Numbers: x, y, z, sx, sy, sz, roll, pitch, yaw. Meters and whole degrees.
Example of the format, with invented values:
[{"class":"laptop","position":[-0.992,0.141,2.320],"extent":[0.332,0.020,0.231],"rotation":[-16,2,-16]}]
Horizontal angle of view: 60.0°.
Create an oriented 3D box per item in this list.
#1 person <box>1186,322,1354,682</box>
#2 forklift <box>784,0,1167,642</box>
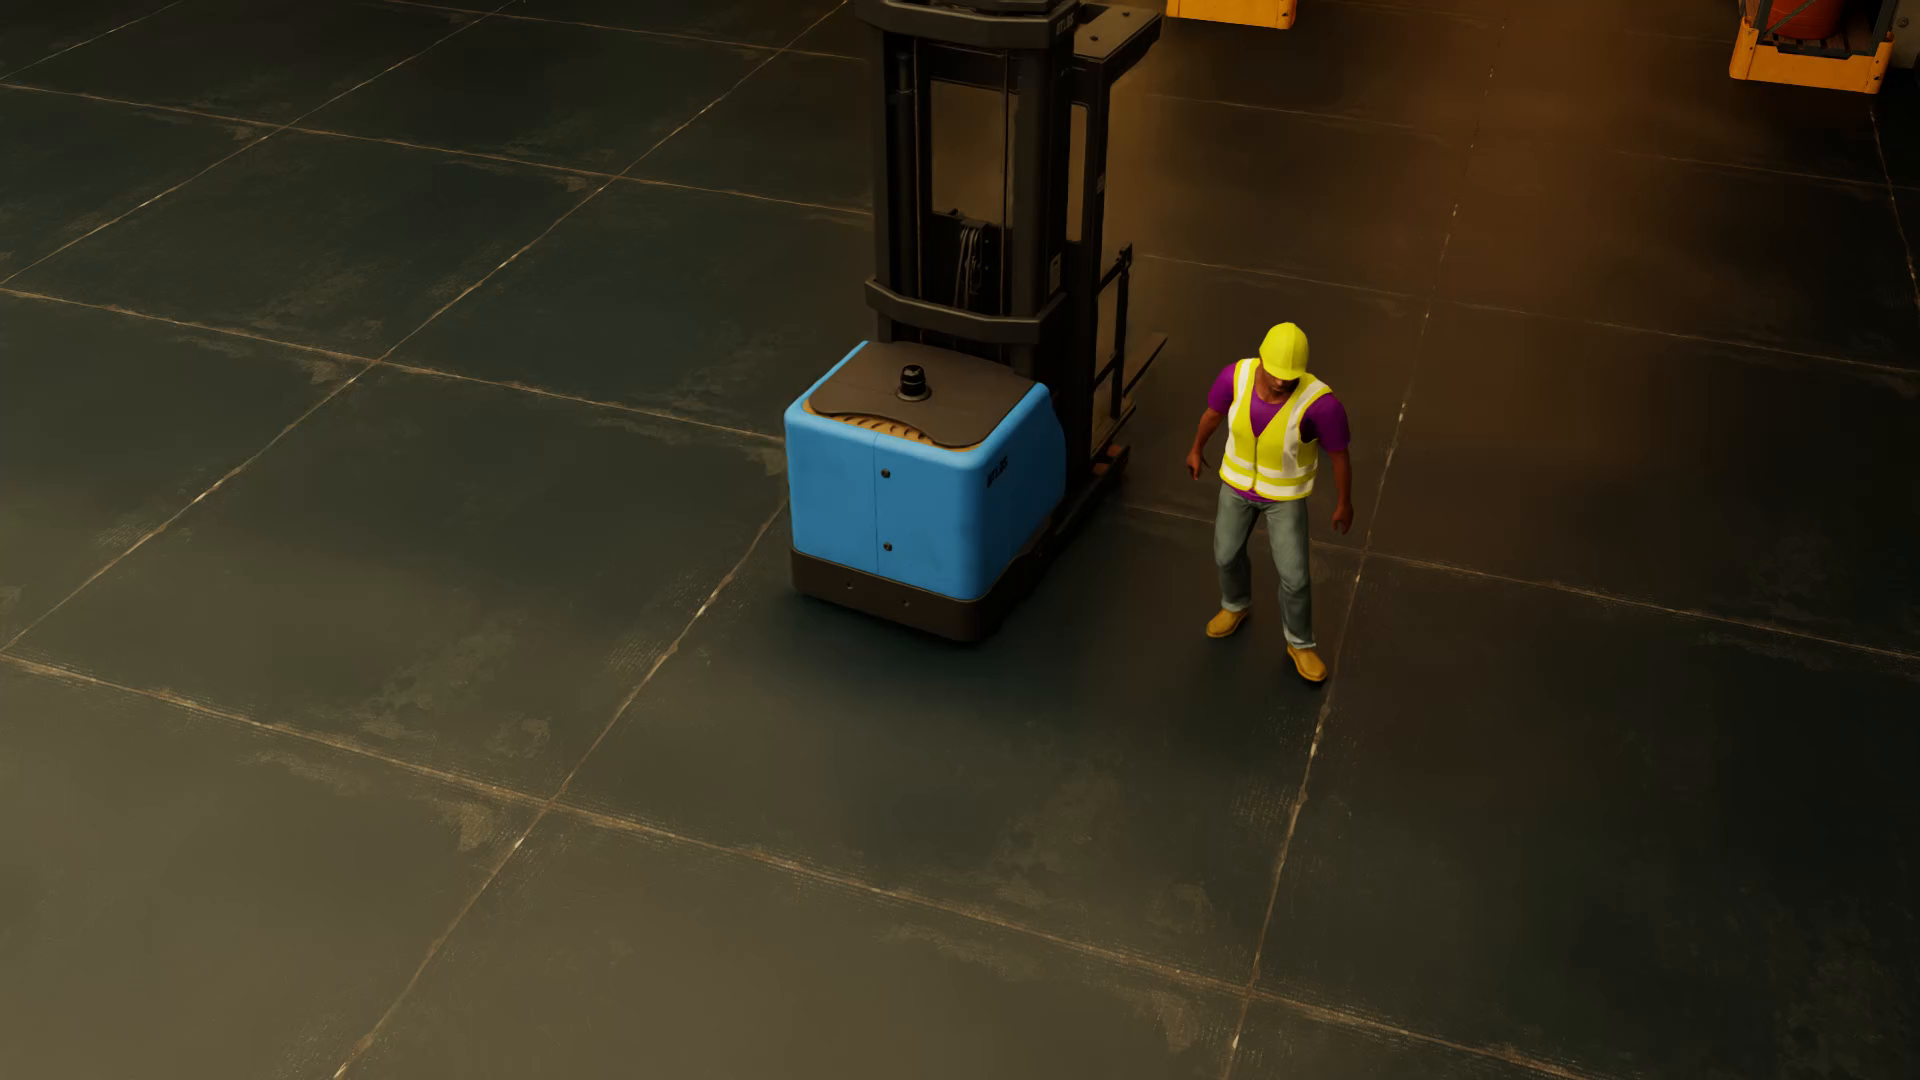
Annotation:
[{"class":"person","position":[1.375,-0.225,7.474],"extent":[0.878,1.733,0.463],"rotation":[20,40,26]},{"class":"forklift","position":[0.276,-1.554,8.302],"extent":[1.130,2.935,3.031],"rotation":[16,38,21]}]
